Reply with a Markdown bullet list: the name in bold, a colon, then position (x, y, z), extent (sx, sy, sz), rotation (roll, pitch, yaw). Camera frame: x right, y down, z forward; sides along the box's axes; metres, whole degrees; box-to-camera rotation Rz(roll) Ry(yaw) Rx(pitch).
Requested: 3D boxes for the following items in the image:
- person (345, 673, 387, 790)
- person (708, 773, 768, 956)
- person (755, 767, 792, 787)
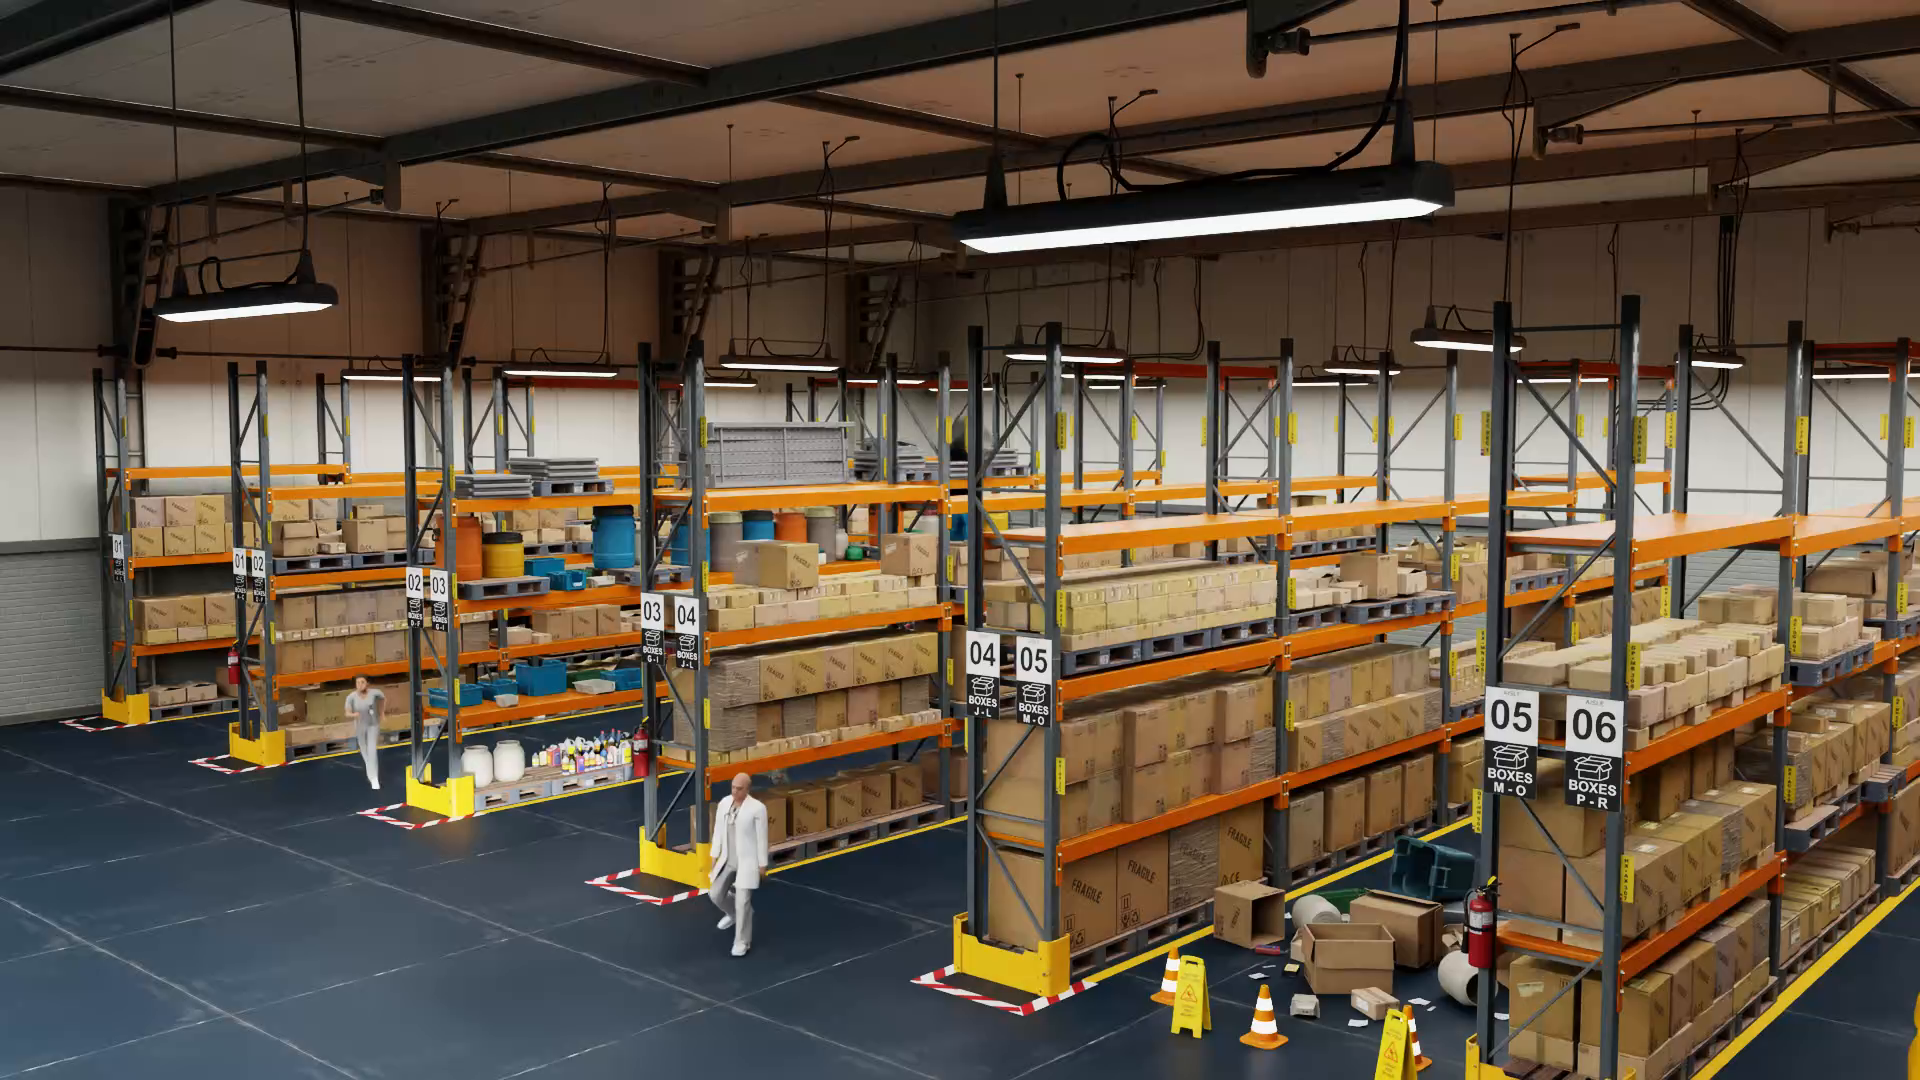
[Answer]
- **person**: position (-8.276, 2.639, 23.219), extent (0.496, 1.615, 0.929), rotation (0, 4, -6)
- **person**: position (-2.147, 3.090, 16.155), extent (0.754, 1.751, 0.663), rotation (2, 5, 28)
- **person**: position (-2.498, 2.775, 21.894), extent (1.019, 1.525, 0.719), rotation (-2, 5, -30)
